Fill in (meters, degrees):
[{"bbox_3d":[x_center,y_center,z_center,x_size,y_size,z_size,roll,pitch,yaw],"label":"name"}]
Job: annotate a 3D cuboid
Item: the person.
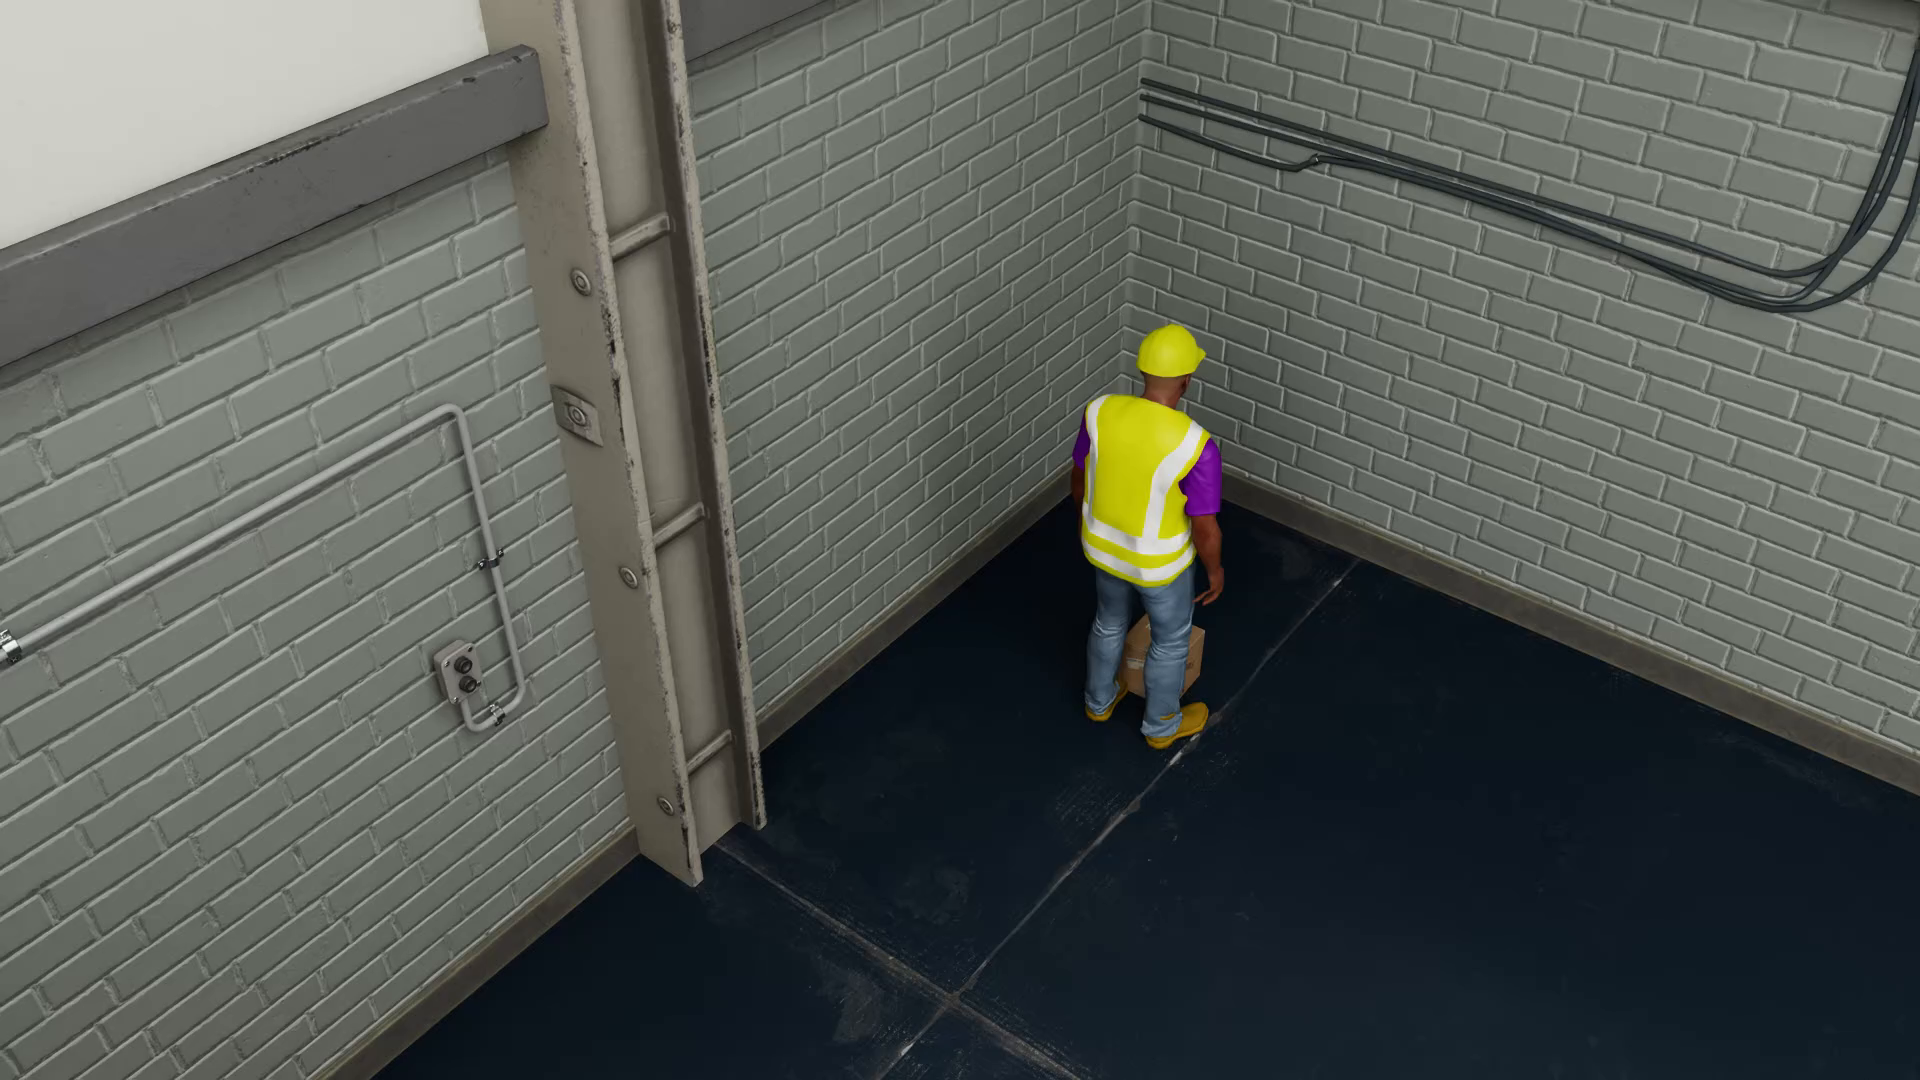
[{"bbox_3d":[0.690,0.010,6.126,0.628,1.761,0.457,26,45,29],"label":"person"}]
